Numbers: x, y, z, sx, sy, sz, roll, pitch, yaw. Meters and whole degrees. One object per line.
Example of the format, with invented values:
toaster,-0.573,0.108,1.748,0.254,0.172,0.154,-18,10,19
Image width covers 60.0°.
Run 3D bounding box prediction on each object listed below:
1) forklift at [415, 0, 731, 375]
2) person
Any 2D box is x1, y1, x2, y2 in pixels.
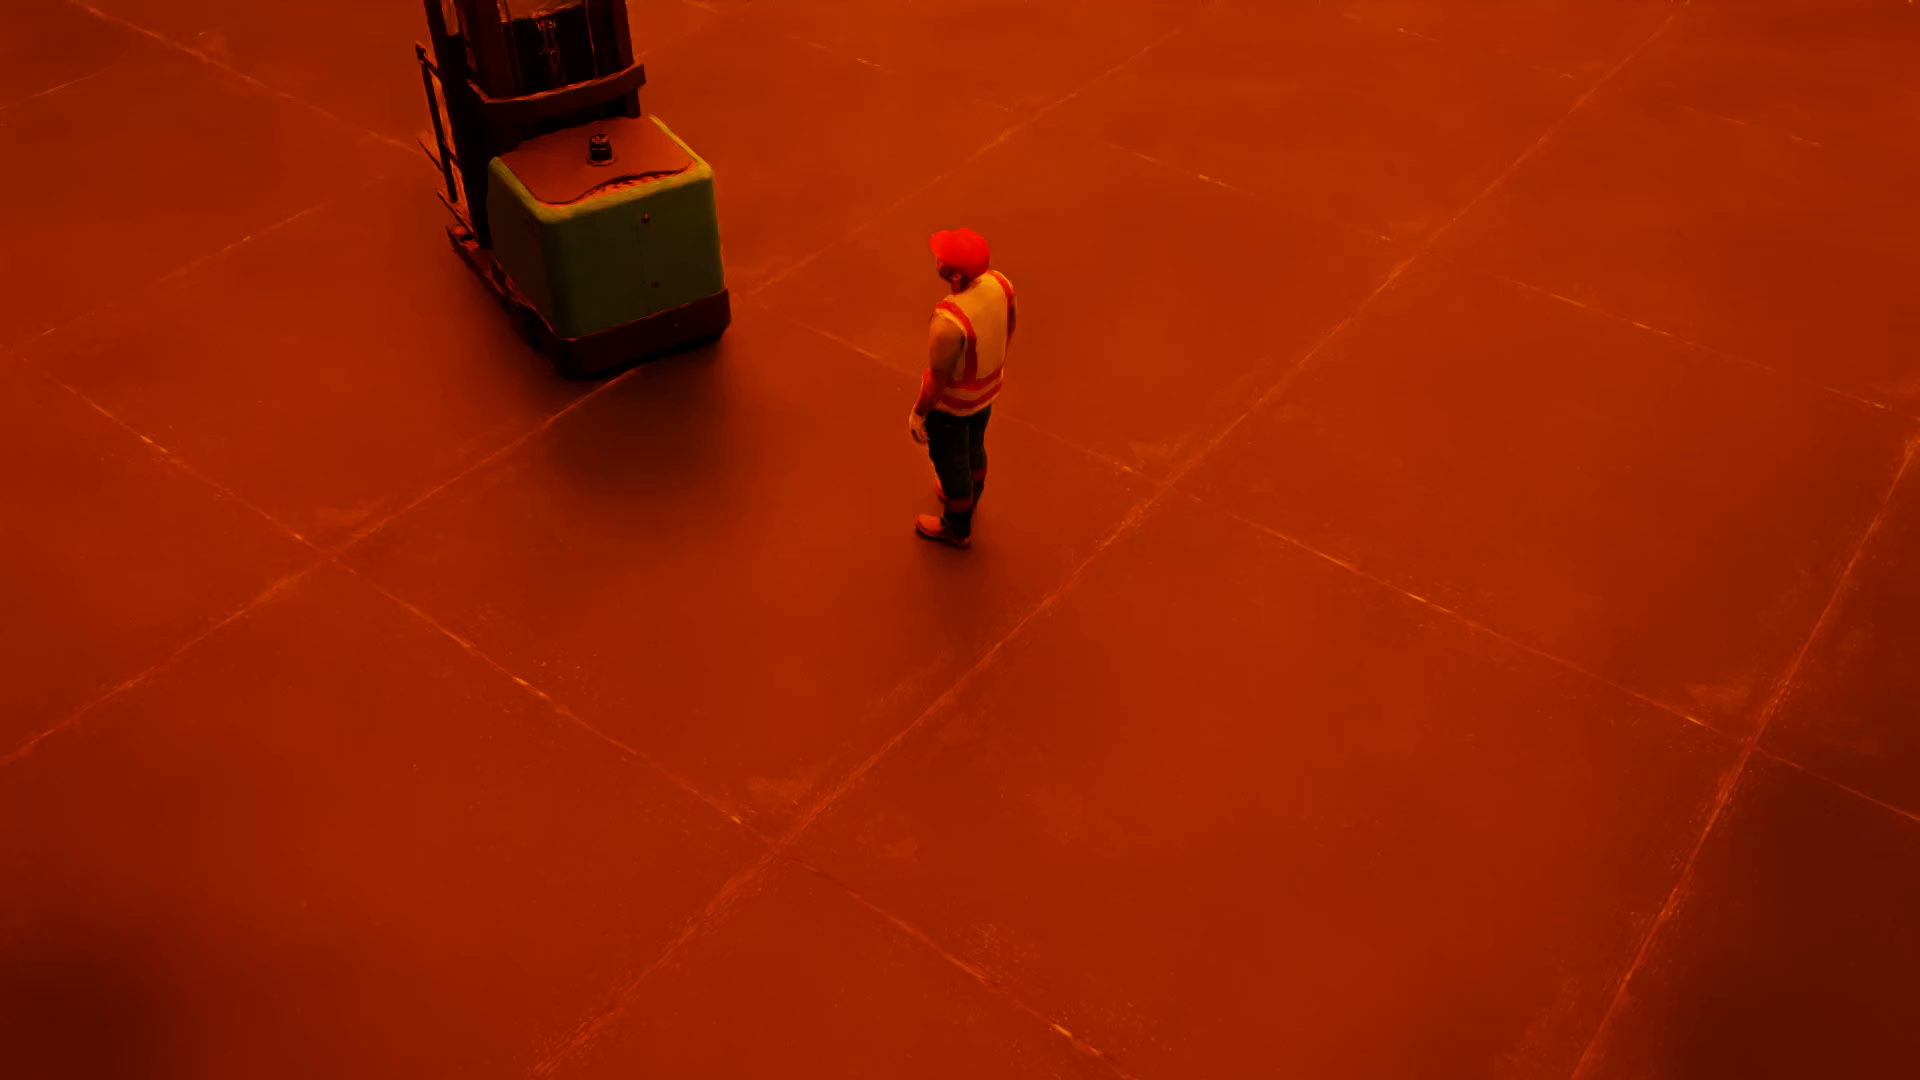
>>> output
forklift,-2.554,-2.964,9.551,1.130,2.935,3.031,-23,45,-24
person,-0.057,-0.724,7.792,0.563,1.787,0.637,26,47,28
